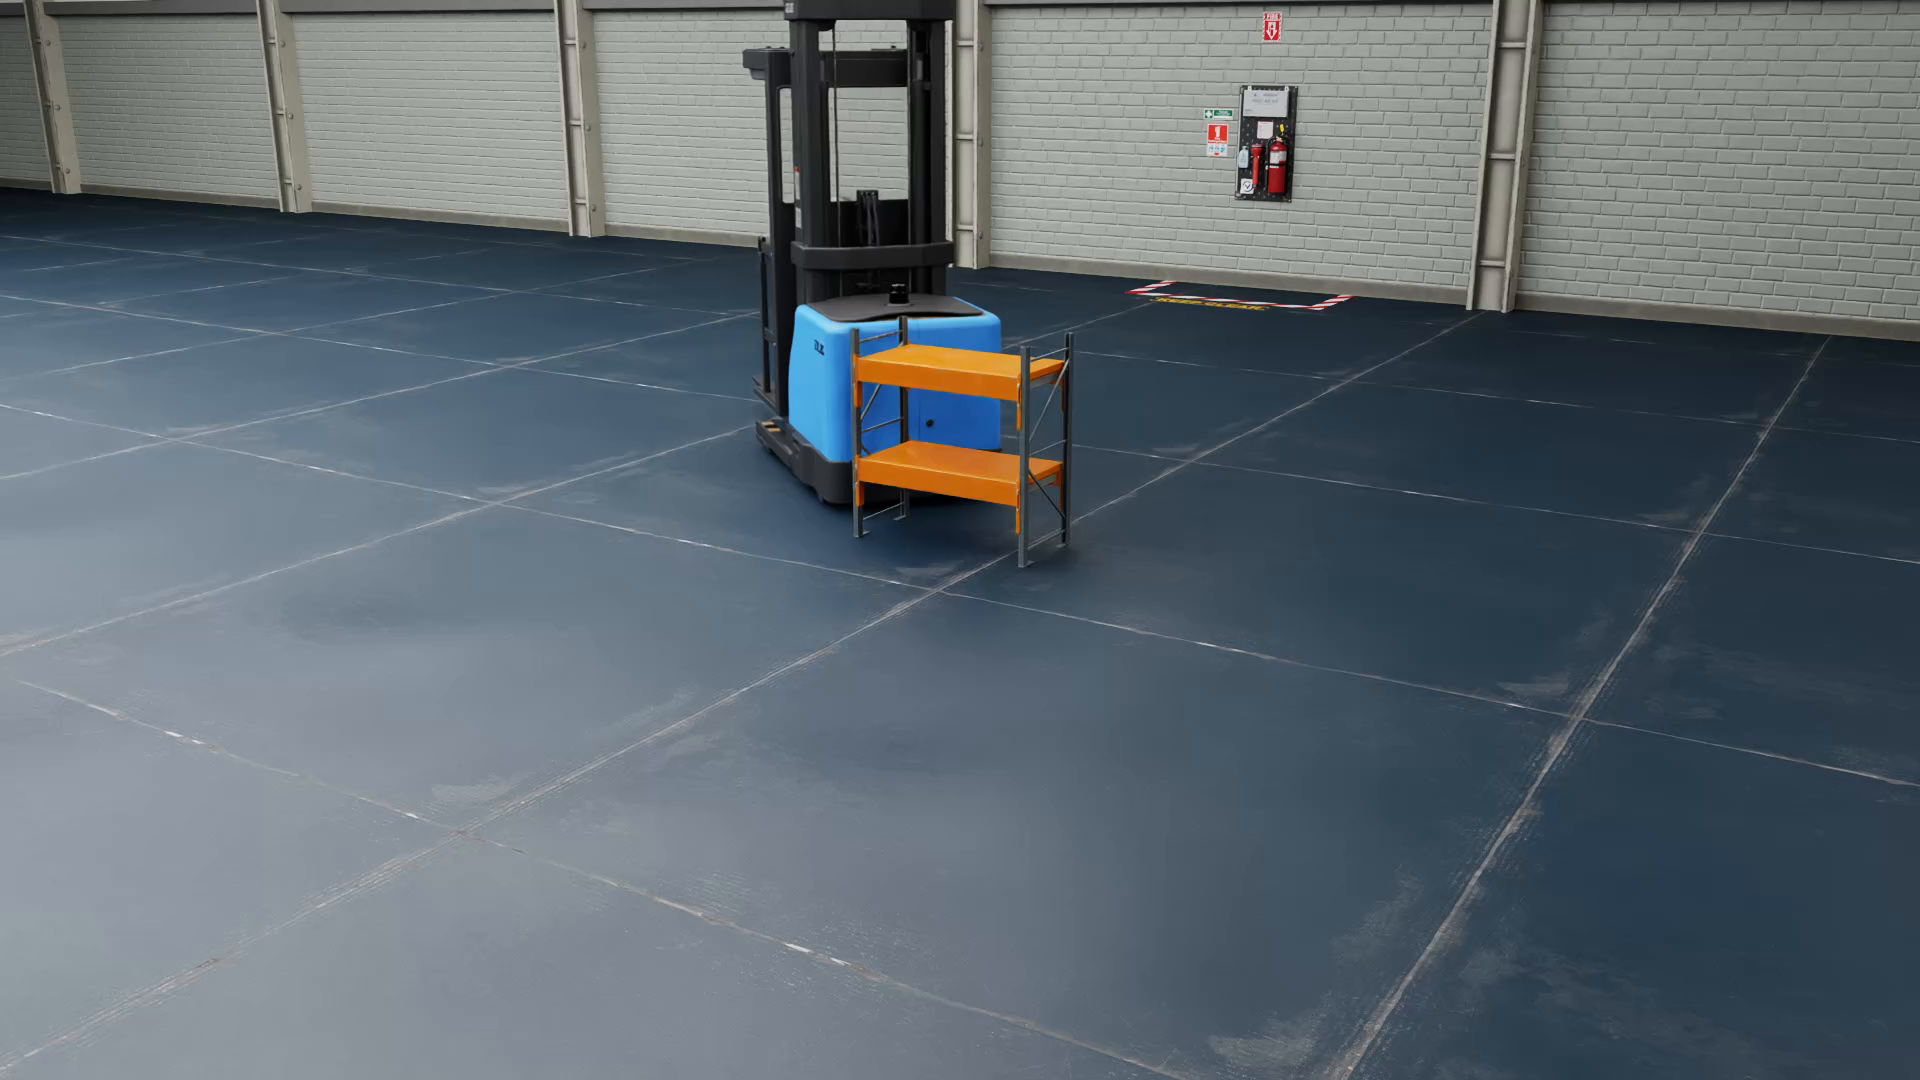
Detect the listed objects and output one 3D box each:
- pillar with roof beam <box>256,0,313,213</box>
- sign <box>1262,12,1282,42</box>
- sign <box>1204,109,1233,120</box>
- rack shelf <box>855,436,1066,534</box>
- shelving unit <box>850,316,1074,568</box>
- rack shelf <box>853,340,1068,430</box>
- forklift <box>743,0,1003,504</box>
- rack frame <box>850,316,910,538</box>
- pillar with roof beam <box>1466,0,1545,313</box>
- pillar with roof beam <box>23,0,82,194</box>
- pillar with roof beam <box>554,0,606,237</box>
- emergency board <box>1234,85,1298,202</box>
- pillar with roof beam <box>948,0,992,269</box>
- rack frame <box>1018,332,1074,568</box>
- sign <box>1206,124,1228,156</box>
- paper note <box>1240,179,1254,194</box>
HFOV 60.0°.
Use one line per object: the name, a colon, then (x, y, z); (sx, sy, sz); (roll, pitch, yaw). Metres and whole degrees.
pillar with roof beam: (-12.370, -8.253, 20.567); (0.400, 9.000, 9.100); (10, 20, 30)
sign: (3.180, -5.231, 16.953); (0.199, 0.298, 0.001); (10, 20, 30)
sign: (2.717, -4.473, 17.473); (0.331, 0.109, 0.001); (10, 20, 30)
rack shelf: (0.006, -0.303, 8.785); (1.000, 0.278, 0.538); (10, 20, 30)
shelving unit: (0.006, -0.537, 8.714); (1.048, 1.125, 0.538); (10, 20, 30)
rack shelf: (0.006, -0.817, 8.629); (1.000, 0.278, 0.538); (10, 20, 30)
forklift: (-0.701, -1.992, 10.397); (1.130, 2.935, 3.031); (-6, 18, -18)
rack frame: (-0.427, -0.615, 8.969); (0.032, 1.125, 0.500); (10, 20, 30)
pillar with roof beam: (2.968, -5.515, 11.554); (0.400, 9.000, 9.100); (10, 20, 30)
pillar with roof beam: (-17.483, -9.165, 23.572); (0.400, 9.000, 9.100); (10, 20, 30)
pillar with roof beam: (-7.258, -7.340, 17.563); (0.400, 9.000, 9.100); (10, 20, 30)
emergency board: (3.135, -4.096, 17.204); (0.643, 1.169, 0.194); (10, 20, 30)
pillar with roof beam: (-2.145, -6.427, 14.558); (0.400, 9.000, 9.100); (10, 20, 30)
rack frame: (0.439, -0.460, 8.460); (0.032, 1.125, 0.500); (10, 20, 30)
sign: (2.718, -4.223, 17.560); (0.234, 0.329, 0.001); (10, 20, 30)
paper note: (3.020, -3.718, 17.477); (0.142, 0.148, 0.016); (10, 20, 30)
